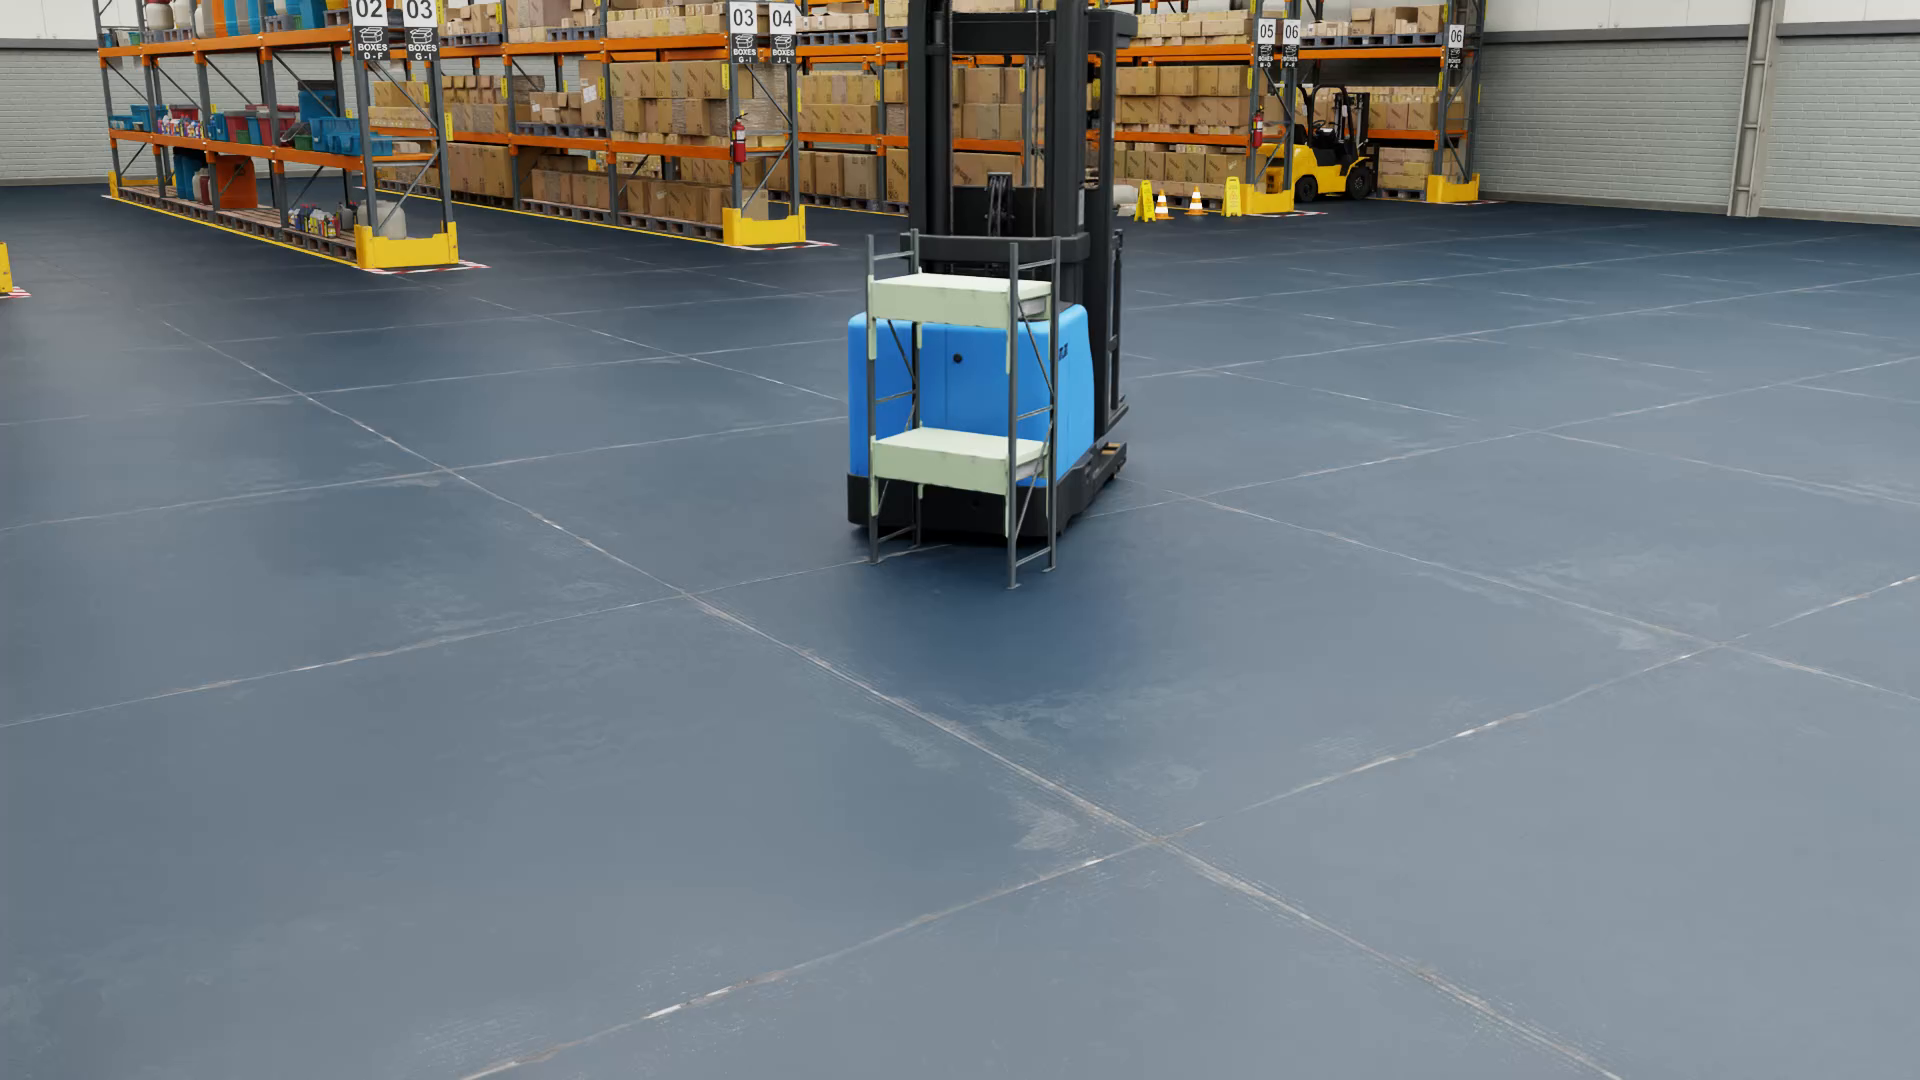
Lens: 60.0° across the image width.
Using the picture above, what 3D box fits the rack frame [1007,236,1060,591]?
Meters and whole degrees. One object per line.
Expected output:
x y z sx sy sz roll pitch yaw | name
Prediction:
0.320 -0.548 7.236 0.023 1.500 0.400 9 18 31 | rack frame

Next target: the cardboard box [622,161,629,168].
-7.293 -8.354 36.958 0.380 0.149 0.250 -12 19 -37 | cardboard box

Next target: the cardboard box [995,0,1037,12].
0.874 -8.167 25.288 0.500 0.250 0.500 -11 19 -34 | cardboard box

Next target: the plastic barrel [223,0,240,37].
-10.286 -7.717 23.959 0.600 0.901 0.708 -11 19 -35 | plastic barrel

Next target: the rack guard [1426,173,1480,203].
9.359 -6.688 31.564 1.175 0.500 0.348 -11 19 -35 | rack guard

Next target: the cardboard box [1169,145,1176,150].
4.997 -8.529 37.258 0.875 0.625 0.625 -10 18 -33 | cardboard box

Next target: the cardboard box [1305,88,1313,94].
7.182 -9.104 33.676 0.380 0.149 0.250 -11 19 -34 | cardboard box

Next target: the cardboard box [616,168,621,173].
-7.538 -8.253 37.153 0.380 0.149 0.250 -11 19 -34 | cardboard box

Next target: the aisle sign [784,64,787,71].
-4.352 -11.768 40.466 0.394 0.787 0.004 -11 19 -35 | aisle sign

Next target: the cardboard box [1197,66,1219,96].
4.564 -7.986 28.924 0.700 0.500 0.500 -11 19 -34 | cardboard box

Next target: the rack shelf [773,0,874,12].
-2.900 -12.471 38.713 1.077 0.370 4.000 -11 19 -35 | rack shelf

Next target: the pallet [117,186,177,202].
-15.644 -6.710 32.192 1.003 0.211 1.213 -11 19 -35 | pallet

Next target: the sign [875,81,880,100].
-1.398 -7.626 28.212 0.100 0.325 0.005 -11 19 -35 | sign

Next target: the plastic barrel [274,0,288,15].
-8.948 -7.255 22.213 0.421 0.512 0.421 0 15 0 | plastic barrel

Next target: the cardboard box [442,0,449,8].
-10.287 -10.461 32.338 0.500 0.250 0.500 -12 20 -38 | cardboard box

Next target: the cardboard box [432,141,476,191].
-9.347 -7.196 31.914 1.225 0.875 0.875 -11 19 -34 | cardboard box

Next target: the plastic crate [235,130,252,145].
-10.295 -5.900 24.353 0.450 0.188 0.662 -11 19 -35 | plastic crate

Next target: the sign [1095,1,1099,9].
2.533 -9.781 30.722 0.100 0.325 0.005 -11 19 -35 | sign

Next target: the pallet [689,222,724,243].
-3.178 -4.439 23.896 1.003 0.211 1.213 -11 19 -35 | pallet

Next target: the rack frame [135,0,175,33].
-13.746 -10.276 28.576 1.000 3.000 0.127 -11 19 -35 | rack frame

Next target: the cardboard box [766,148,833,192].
-3.031 -7.019 31.506 1.050 0.750 0.750 -11 19 -35 | cardboard box

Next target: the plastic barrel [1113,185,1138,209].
2.893 -6.091 29.528 0.512 0.421 0.421 1 15 4 | plastic barrel

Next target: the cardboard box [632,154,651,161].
-6.972 -8.387 36.515 0.380 0.149 0.250 -11 19 -34 | cardboard box

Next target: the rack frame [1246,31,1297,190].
5.332 -7.127 28.435 1.000 3.000 0.127 -11 19 -35 | rack frame

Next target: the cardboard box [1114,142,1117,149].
3.723 -9.163 38.582 0.380 0.149 0.250 -10 18 -33 | cardboard box

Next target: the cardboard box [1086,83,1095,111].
2.523 -8.439 31.678 0.500 0.500 0.500 -11 19 -36 | cardboard box

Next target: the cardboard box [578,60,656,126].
-5.390 -7.127 26.500 1.000 1.000 1.000 -11 19 -34 | cardboard box

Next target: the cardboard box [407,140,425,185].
-10.592 -7.675 33.665 0.875 0.875 0.875 -11 19 -35 | cardboard box

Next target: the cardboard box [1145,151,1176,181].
3.736 -6.828 30.334 0.500 0.500 0.500 -10 18 -32 | cardboard box

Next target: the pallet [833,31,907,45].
-1.543 -8.734 28.986 0.805 0.209 1.217 -12 19 -37 | pallet

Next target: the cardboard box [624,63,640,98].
-4.682 -6.875 24.867 0.500 0.500 0.500 -11 19 -35 | cardboard box

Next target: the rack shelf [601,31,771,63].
-3.860 -7.116 24.074 1.077 0.370 4.000 -11 19 -35 | rack shelf

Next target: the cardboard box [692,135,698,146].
-3.602 -5.711 23.737 0.380 0.149 0.250 -11 19 -35 | cardboard box

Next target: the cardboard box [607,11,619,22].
-5.094 -7.893 25.078 0.380 0.149 0.250 -12 19 -36 | cardboard box

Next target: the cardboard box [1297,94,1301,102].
6.968 -9.005 33.877 0.380 0.149 0.250 -11 19 -35 | cardboard box

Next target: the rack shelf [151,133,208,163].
-12.570 -6.609 27.903 1.077 0.370 4.000 -11 19 -35 | rack shelf

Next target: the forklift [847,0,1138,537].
0.329 -1.775 9.007 1.130 2.935 3.031 4 16 15 | forklift

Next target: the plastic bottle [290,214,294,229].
-9.150 -4.379 22.862 0.097 0.201 0.097 0 15 0 | plastic bottle

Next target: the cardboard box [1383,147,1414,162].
8.517 -7.415 32.006 0.500 0.250 0.500 -10 18 -34 | cardboard box

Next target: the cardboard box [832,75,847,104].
-1.862 -8.045 29.703 0.700 0.500 0.500 -11 19 -34 | cardboard box

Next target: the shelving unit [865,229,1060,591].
0.009 -0.599 7.422 0.755 1.500 0.431 9 18 31 | shelving unit

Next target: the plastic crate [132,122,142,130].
-15.013 -7.610 30.583 0.293 0.136 0.466 -11 19 -35 | plastic crate

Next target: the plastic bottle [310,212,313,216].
-8.676 -4.268 22.323 0.097 0.271 0.097 0 15 0 | plastic bottle

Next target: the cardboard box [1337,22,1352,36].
7.620 -10.021 32.596 0.396 0.266 0.258 -11 19 -36 | cardboard box

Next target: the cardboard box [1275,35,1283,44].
5.400 -8.574 28.515 0.380 0.149 0.250 -11 19 -34 | cardboard box

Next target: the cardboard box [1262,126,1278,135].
5.300 -7.111 28.850 0.380 0.149 0.250 -11 19 -34 | cardboard box

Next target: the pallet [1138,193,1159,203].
3.404 -6.499 31.420 1.003 0.211 1.213 -11 19 -35 | pallet

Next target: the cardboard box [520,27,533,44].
-7.016 -8.422 27.768 0.500 0.250 0.500 -10 18 -33 | cardboard box

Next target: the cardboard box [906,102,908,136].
-0.396 -7.073 27.952 0.875 0.550 0.550 -11 19 -35 | cardboard box

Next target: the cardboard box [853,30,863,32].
-1.893 -9.257 29.803 0.396 0.266 0.258 -11 19 -35 | cardboard box

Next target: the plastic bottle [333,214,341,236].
-8.165 -4.121 21.764 0.061 0.283 0.133 -11 19 -35 | plastic bottle

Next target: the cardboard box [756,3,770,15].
-2.659 -7.251 22.732 0.380 0.149 0.250 -11 19 -35 | cardboard box

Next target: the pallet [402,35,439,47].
-10.212 -9.732 32.437 1.003 0.211 1.213 -11 19 -35 | pallet

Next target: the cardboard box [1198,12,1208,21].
4.363 -9.092 28.897 0.380 0.149 0.250 -11 19 -35 | cardboard box

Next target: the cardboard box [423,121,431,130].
-10.184 -8.045 32.262 0.380 0.149 0.250 -11 19 -34 | cardboard box

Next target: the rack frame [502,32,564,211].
-7.388 -7.297 29.056 1.000 3.000 0.127 -11 19 -35 | rack frame

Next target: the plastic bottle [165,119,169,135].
-13.521 -7.056 28.416 0.097 0.271 0.097 0 15 0 | plastic bottle

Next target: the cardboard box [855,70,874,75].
-2.162 -10.549 37.626 0.380 0.149 0.250 -11 19 -36 | cardboard box
